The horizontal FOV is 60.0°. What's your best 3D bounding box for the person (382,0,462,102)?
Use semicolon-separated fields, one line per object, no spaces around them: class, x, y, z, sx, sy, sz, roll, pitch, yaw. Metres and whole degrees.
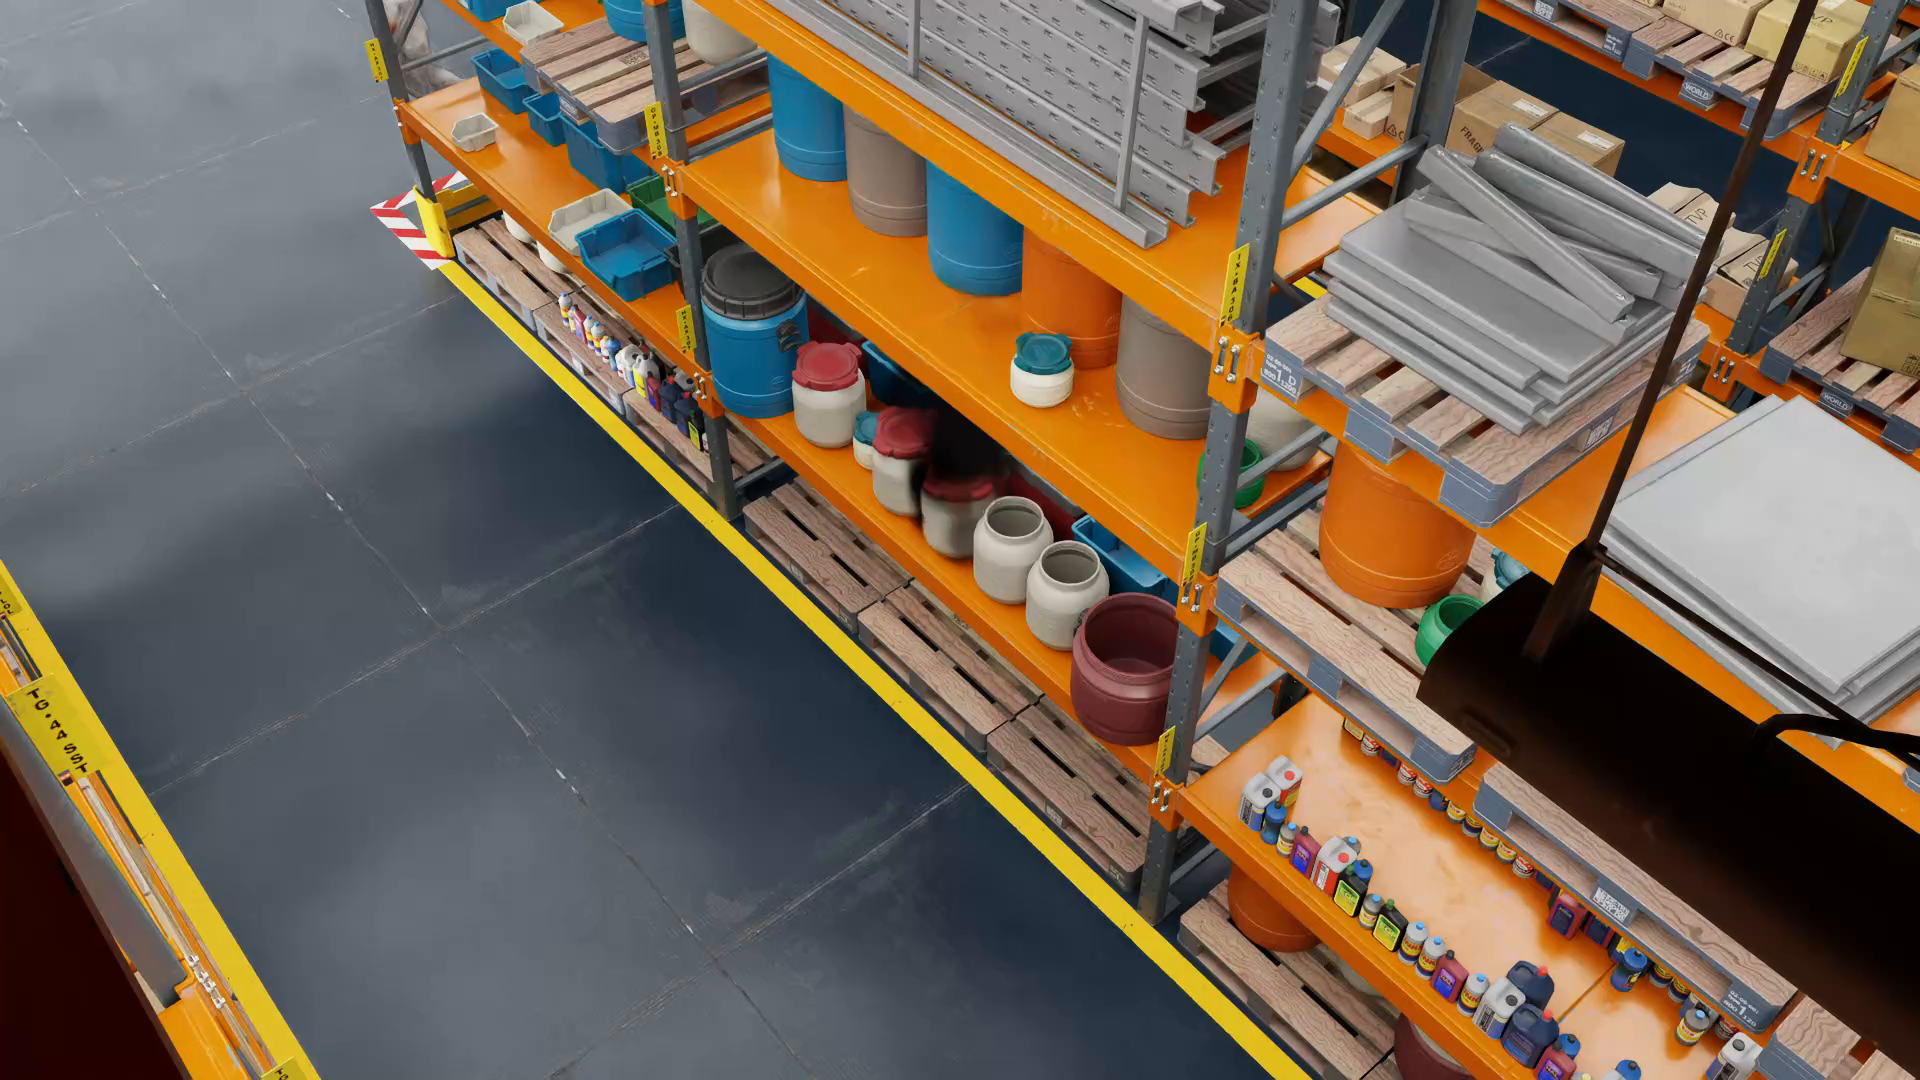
person;-4.480;-4.109;13.790;0.718;1.695;0.609;-2;47;-2
